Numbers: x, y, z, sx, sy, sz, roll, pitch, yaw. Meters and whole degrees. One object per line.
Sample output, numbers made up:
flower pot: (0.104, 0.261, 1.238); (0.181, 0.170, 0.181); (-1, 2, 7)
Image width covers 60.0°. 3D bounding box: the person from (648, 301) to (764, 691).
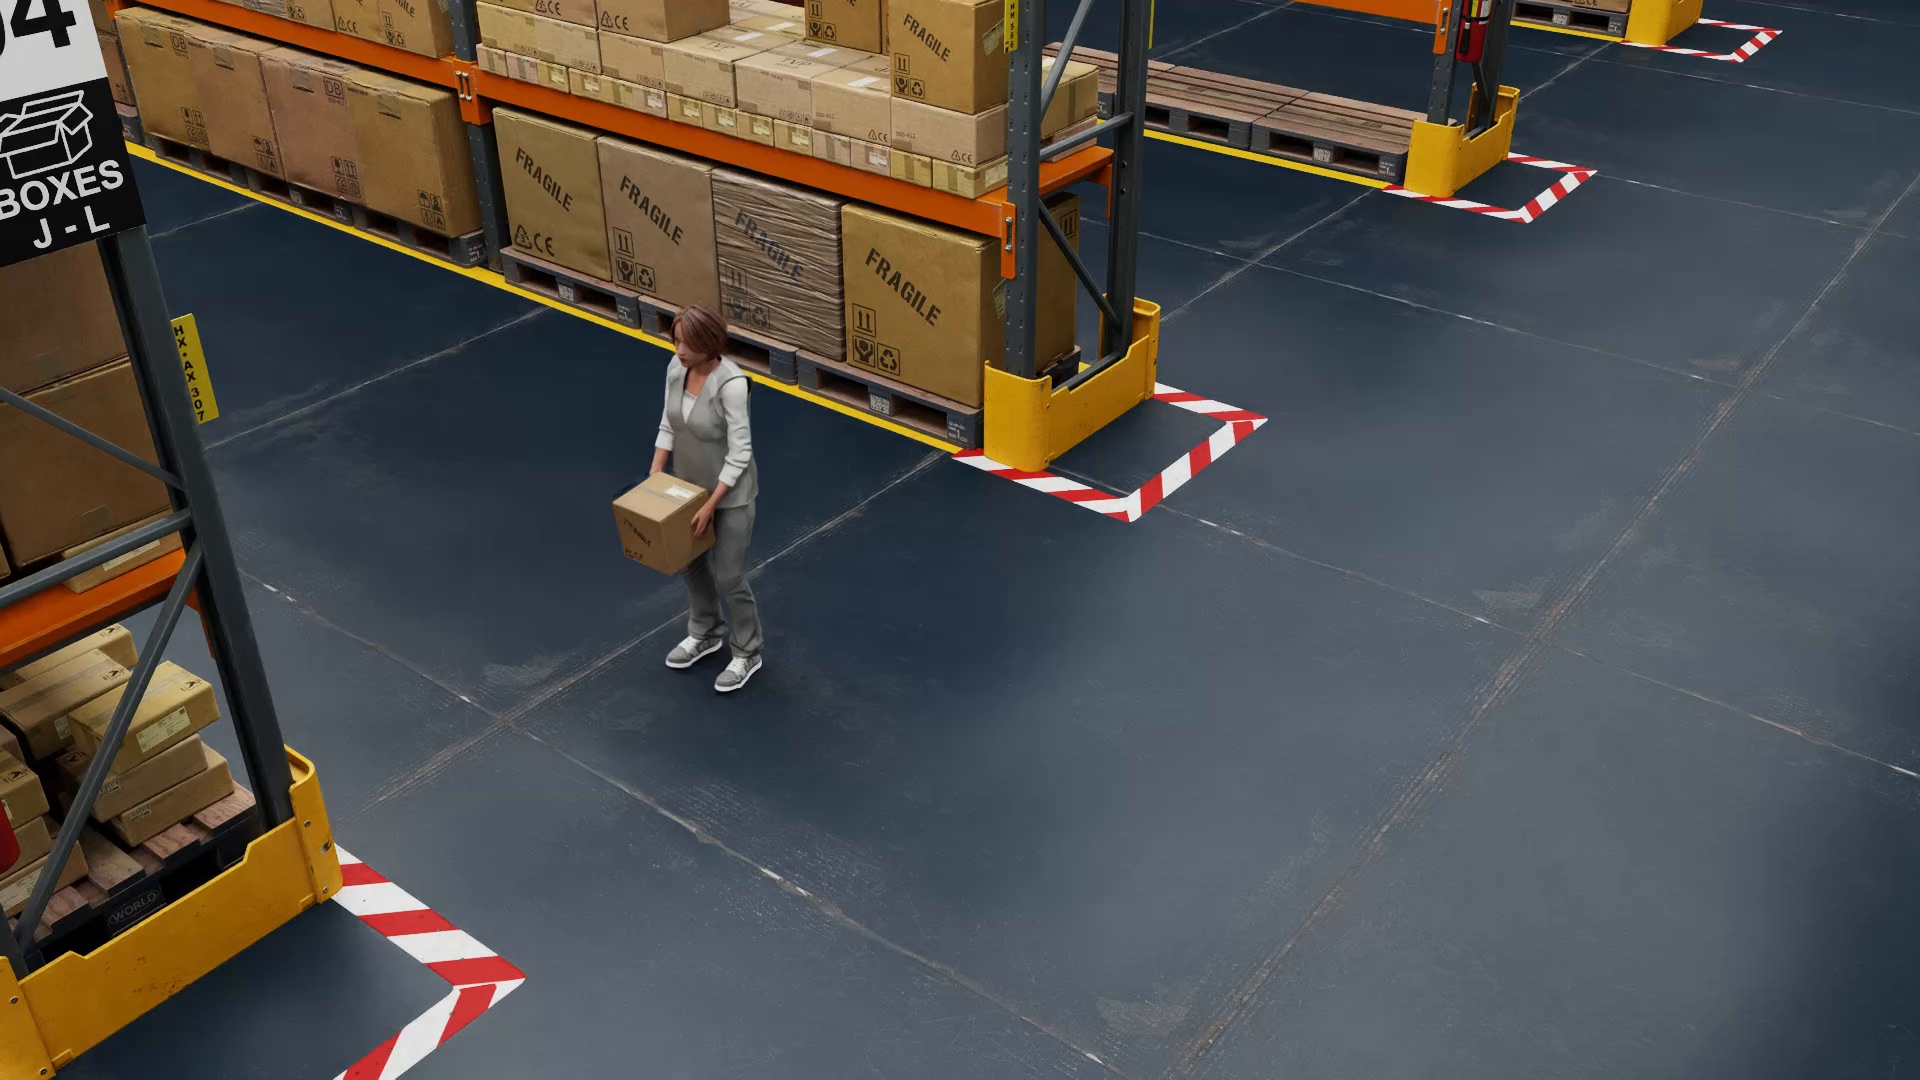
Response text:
person: (-0.982, -0.154, 6.387); (0.444, 1.603, 0.411); (21, 37, 30)
